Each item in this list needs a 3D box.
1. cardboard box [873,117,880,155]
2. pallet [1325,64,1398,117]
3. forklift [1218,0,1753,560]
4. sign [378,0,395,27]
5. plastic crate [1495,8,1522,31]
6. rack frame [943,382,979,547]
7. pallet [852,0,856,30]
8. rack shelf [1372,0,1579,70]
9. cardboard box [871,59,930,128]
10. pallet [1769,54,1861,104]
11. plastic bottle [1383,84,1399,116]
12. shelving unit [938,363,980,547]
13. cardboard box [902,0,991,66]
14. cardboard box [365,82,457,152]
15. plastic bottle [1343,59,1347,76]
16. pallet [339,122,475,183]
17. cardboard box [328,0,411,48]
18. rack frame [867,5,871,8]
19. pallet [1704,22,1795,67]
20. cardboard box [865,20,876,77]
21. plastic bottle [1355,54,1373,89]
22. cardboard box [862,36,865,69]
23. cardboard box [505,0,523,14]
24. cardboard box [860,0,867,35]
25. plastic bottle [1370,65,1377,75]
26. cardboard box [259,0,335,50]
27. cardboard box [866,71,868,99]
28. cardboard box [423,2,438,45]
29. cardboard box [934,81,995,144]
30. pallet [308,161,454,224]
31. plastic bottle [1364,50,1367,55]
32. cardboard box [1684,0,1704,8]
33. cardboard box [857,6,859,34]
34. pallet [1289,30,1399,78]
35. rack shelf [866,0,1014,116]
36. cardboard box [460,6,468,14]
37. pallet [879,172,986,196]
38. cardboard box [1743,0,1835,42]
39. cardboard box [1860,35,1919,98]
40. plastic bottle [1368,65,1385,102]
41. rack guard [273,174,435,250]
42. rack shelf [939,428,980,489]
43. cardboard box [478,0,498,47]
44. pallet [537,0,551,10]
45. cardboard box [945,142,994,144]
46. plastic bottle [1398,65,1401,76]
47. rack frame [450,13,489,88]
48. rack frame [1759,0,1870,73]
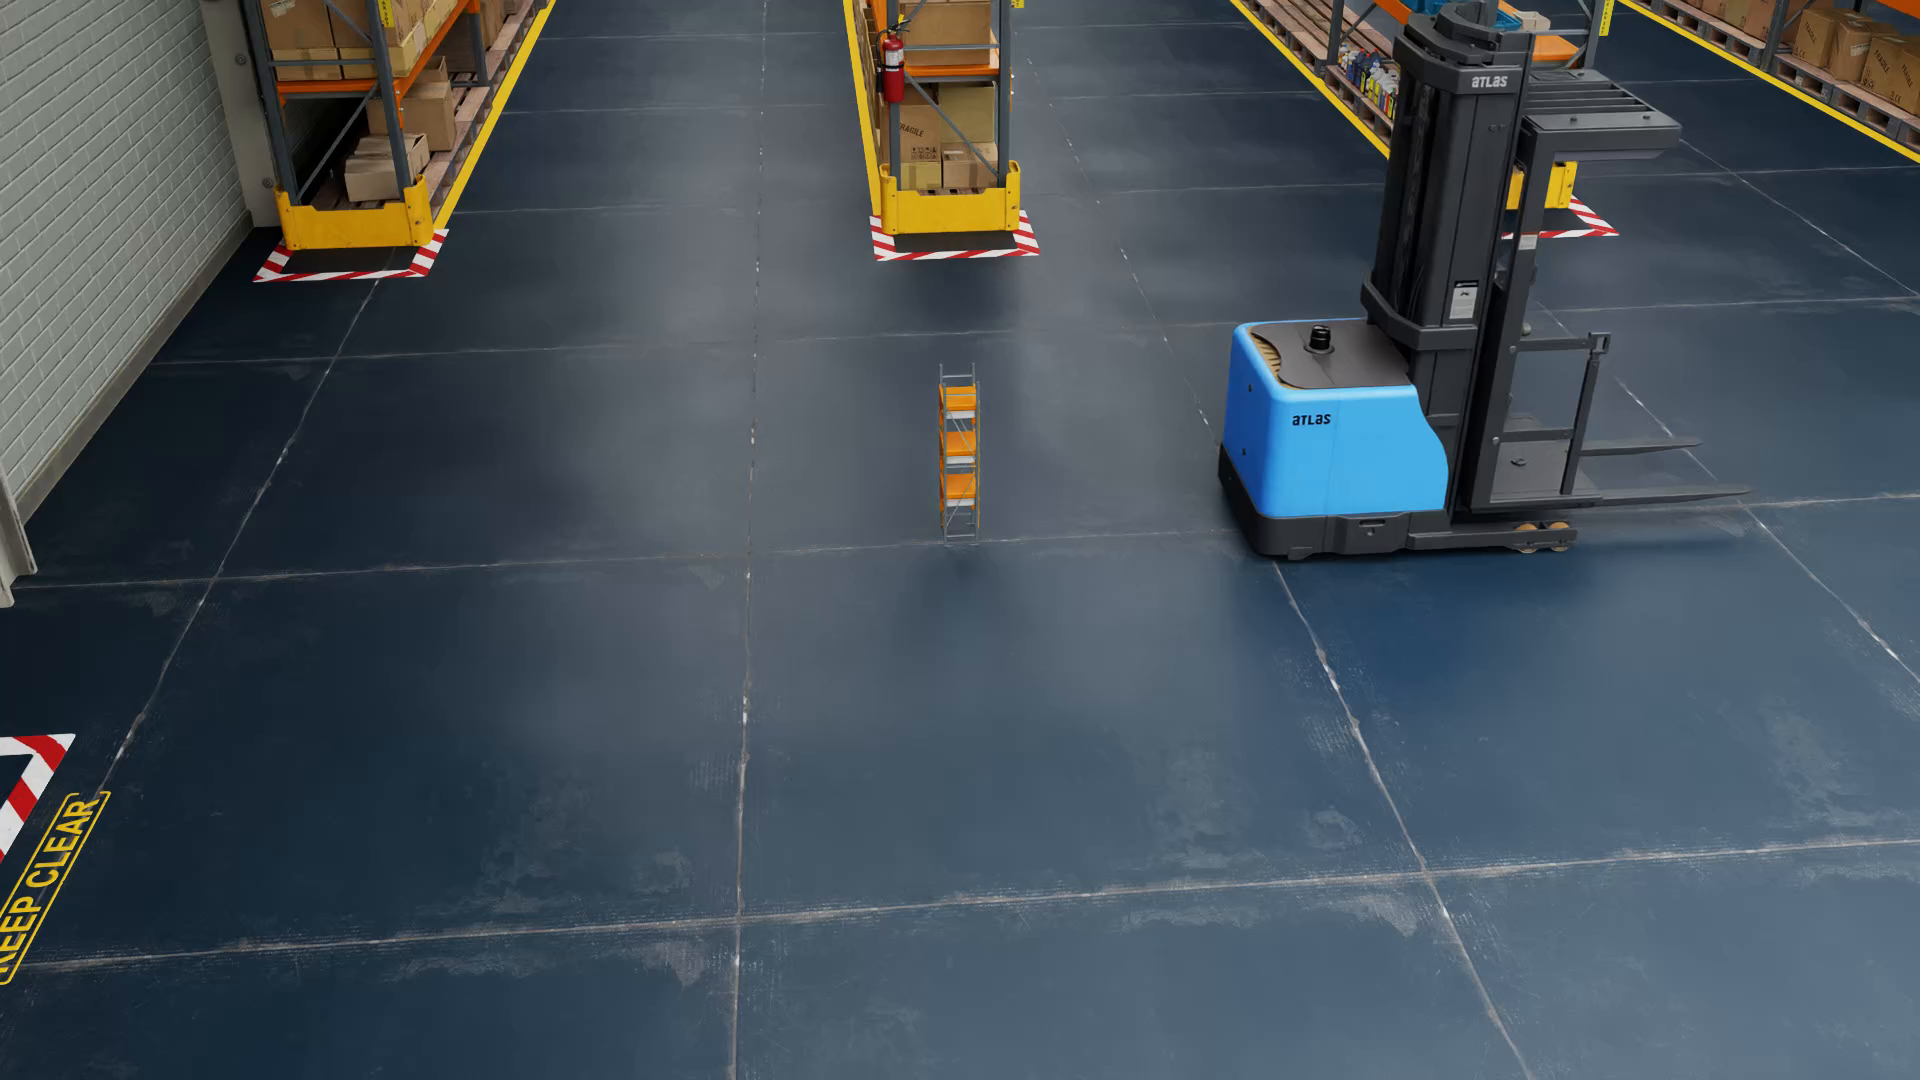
[{"bbox_3d":[-0.540,-3.770,15.409,0.500,0.250,0.500,-3,31,-5],"label":"cardboard box"},{"bbox_3d":[4.491,-4.736,17.474,1.003,0.211,1.213,-3,31,-5],"label":"pallet"},{"bbox_3d":[3.142,-1.450,9.320,3.031,2.935,1.130,-3,31,-5],"label":"forklift"},{"bbox_3d":[-4.480,-4.159,12.944,0.100,0.325,0.005,-3,31,-5],"label":"sign"},{"bbox_3d":[4.498,-4.413,14.359,0.499,0.251,0.616,-3,31,-5],"label":"plastic crate"},{"bbox_3d":[0.006,-0.416,9.423,0.200,1.050,0.008,-3,31,-5],"label":"rack frame"},{"bbox_3d":[-0.798,-6.466,20.369,1.003,0.211,1.213,-3,31,-5],"label":"pallet"},{"bbox_3d":[4.656,-4.948,15.811,1.077,0.370,4.000,-3,31,-5],"label":"rack shelf"},{"bbox_3d":[-0.543,-4.092,15.216,0.500,0.500,0.500,-3,31,-5],"label":"cardboard box"},{"bbox_3d":[9.499,-4.977,17.877,1.003,0.211,1.213,-3,31,-5],"label":"pallet"},{"bbox_3d":[4.239,-4.302,16.255,0.152,0.276,0.135,-3,31,-4],"label":"plastic bottle"},{"bbox_3d":[-0.005,-0.478,9.527,0.215,1.050,0.252,-3,31,-5],"label":"shelving unit"},{"bbox_3d":[-0.120,-4.282,13.897,0.700,0.500,0.500,-3,31,-5],"label":"cardboard box"},{"bbox_3d":[-5.068,-3.903,15.368,0.700,0.500,0.500,-5,31,-8],"label":"cardboard box"},{"bbox_3d":[4.082,-4.978,17.459,0.097,0.201,0.097,0,31,0],"label":"plastic bottle"},{"bbox_3d":[-5.179,-3.641,15.640,1.003,0.211,1.213,-3,31,-5],"label":"pallet"},{"bbox_3d":[-4.766,-4.286,13.396,0.500,0.500,0.500,-3,31,-5],"label":"cardboard box"},{"bbox_3d":[-0.463,-6.043,16.942,1.000,3.000,0.127,-3,31,-5],"label":"rack frame"},{"bbox_3d":[9.327,-5.716,19.114,1.003,0.211,1.213,-3,31,-5],"label":"pallet"},{"bbox_3d":[-0.676,-4.858,16.499,0.500,0.500,0.500,-3,31,-5],"label":"cardboard box"},{"bbox_3d":[4.149,-4.801,17.018,0.144,0.351,0.185,-4,31,-7],"label":"plastic bottle"},{"bbox_3d":[-0.790,-5.240,17.871,0.500,0.250,0.500,-3,31,-5],"label":"cardboard box"},{"bbox_3d":[-5.649,-6.596,19.877,0.700,0.500,0.500,-2,31,-4],"label":"cardboard box"},{"bbox_3d":[-0.841,-5.742,18.163,0.500,0.311,0.500,-2,31,-3],"label":"cardboard box"},{"bbox_3d":[4.200,-4.694,16.916,0.097,0.271,0.097,0,31,0],"label":"plastic bottle"},{"bbox_3d":[-5.276,-4.258,13.349,0.500,0.500,0.500,-3,31,-5],"label":"cardboard box"},{"bbox_3d":[-0.679,-4.536,16.691,0.500,0.250,0.500,-3,31,-5],"label":"cardboard box"},{"bbox_3d":[-4.854,-4.495,14.477,0.500,0.250,0.500,-3,31,-5],"label":"cardboard box"},{"bbox_3d":[0.034,-3.862,14.832,0.500,0.500,0.500,-3,31,-5],"label":"cardboard box"},{"bbox_3d":[-5.068,-3.019,14.600,1.003,0.211,1.213,-3,31,-5],"label":"pallet"},{"bbox_3d":[4.226,-4.959,17.347,0.061,0.283,0.133,-3,31,-5],"label":"plastic bottle"},{"bbox_3d":[9.234,-6.761,20.152,0.700,0.500,0.500,0,31,0],"label":"cardboard box"},{"bbox_3d":[-0.930,-6.020,19.175,0.500,0.250,0.500,-2,31,-4],"label":"cardboard box"},{"bbox_3d":[4.357,-5.480,18.719,1.003,0.211,1.213,-3,31,-5],"label":"pallet"},{"bbox_3d":[-0.276,-4.713,15.417,1.077,0.370,4.000,-3,31,-5],"label":"rack shelf"},{"bbox_3d":[-5.524,-5.841,17.881,0.500,0.250,0.500,-3,31,-6],"label":"cardboard box"},{"bbox_3d":[-0.202,-3.192,14.888,1.003,0.211,1.213,-3,31,-5],"label":"pallet"},{"bbox_3d":[9.365,-5.946,18.788,0.700,0.500,0.500,-5,31,-8],"label":"cardboard box"},{"bbox_3d":[9.596,-4.811,16.908,0.500,0.500,0.500,-5,31,-9],"label":"cardboard box"},{"bbox_3d":[4.189,-4.584,16.655,0.144,0.351,0.185,-3,31,-5],"label":"plastic bottle"},{"bbox_3d":[-5.028,-2.727,13.828,1.175,0.500,0.348,-3,31,-5],"label":"rack guard"},{"bbox_3d":[-0.005,-0.469,9.532,0.215,0.259,0.240,-3,31,-5],"label":"rack shelf"},{"bbox_3d":[-5.585,-5.818,18.574,0.700,0.500,0.500,-2,31,-4],"label":"cardboard box"},{"bbox_3d":[-5.767,-7.055,21.355,1.003,0.211,1.213,-3,31,-5],"label":"pallet"},{"bbox_3d":[0.032,-3.540,15.024,0.500,0.250,0.500,-3,31,-5],"label":"cardboard box"},{"bbox_3d":[4.673,-5.008,17.364,0.144,0.351,0.185,-3,31,-5],"label":"plastic bottle"},{"bbox_3d":[-5.394,-5.804,16.541,1.000,3.000,0.127,-3,31,-5],"label":"rack frame"},{"bbox_3d":[9.401,-6.515,17.733,1.000,3.000,0.127,-3,31,-5],"label":"rack frame"}]
